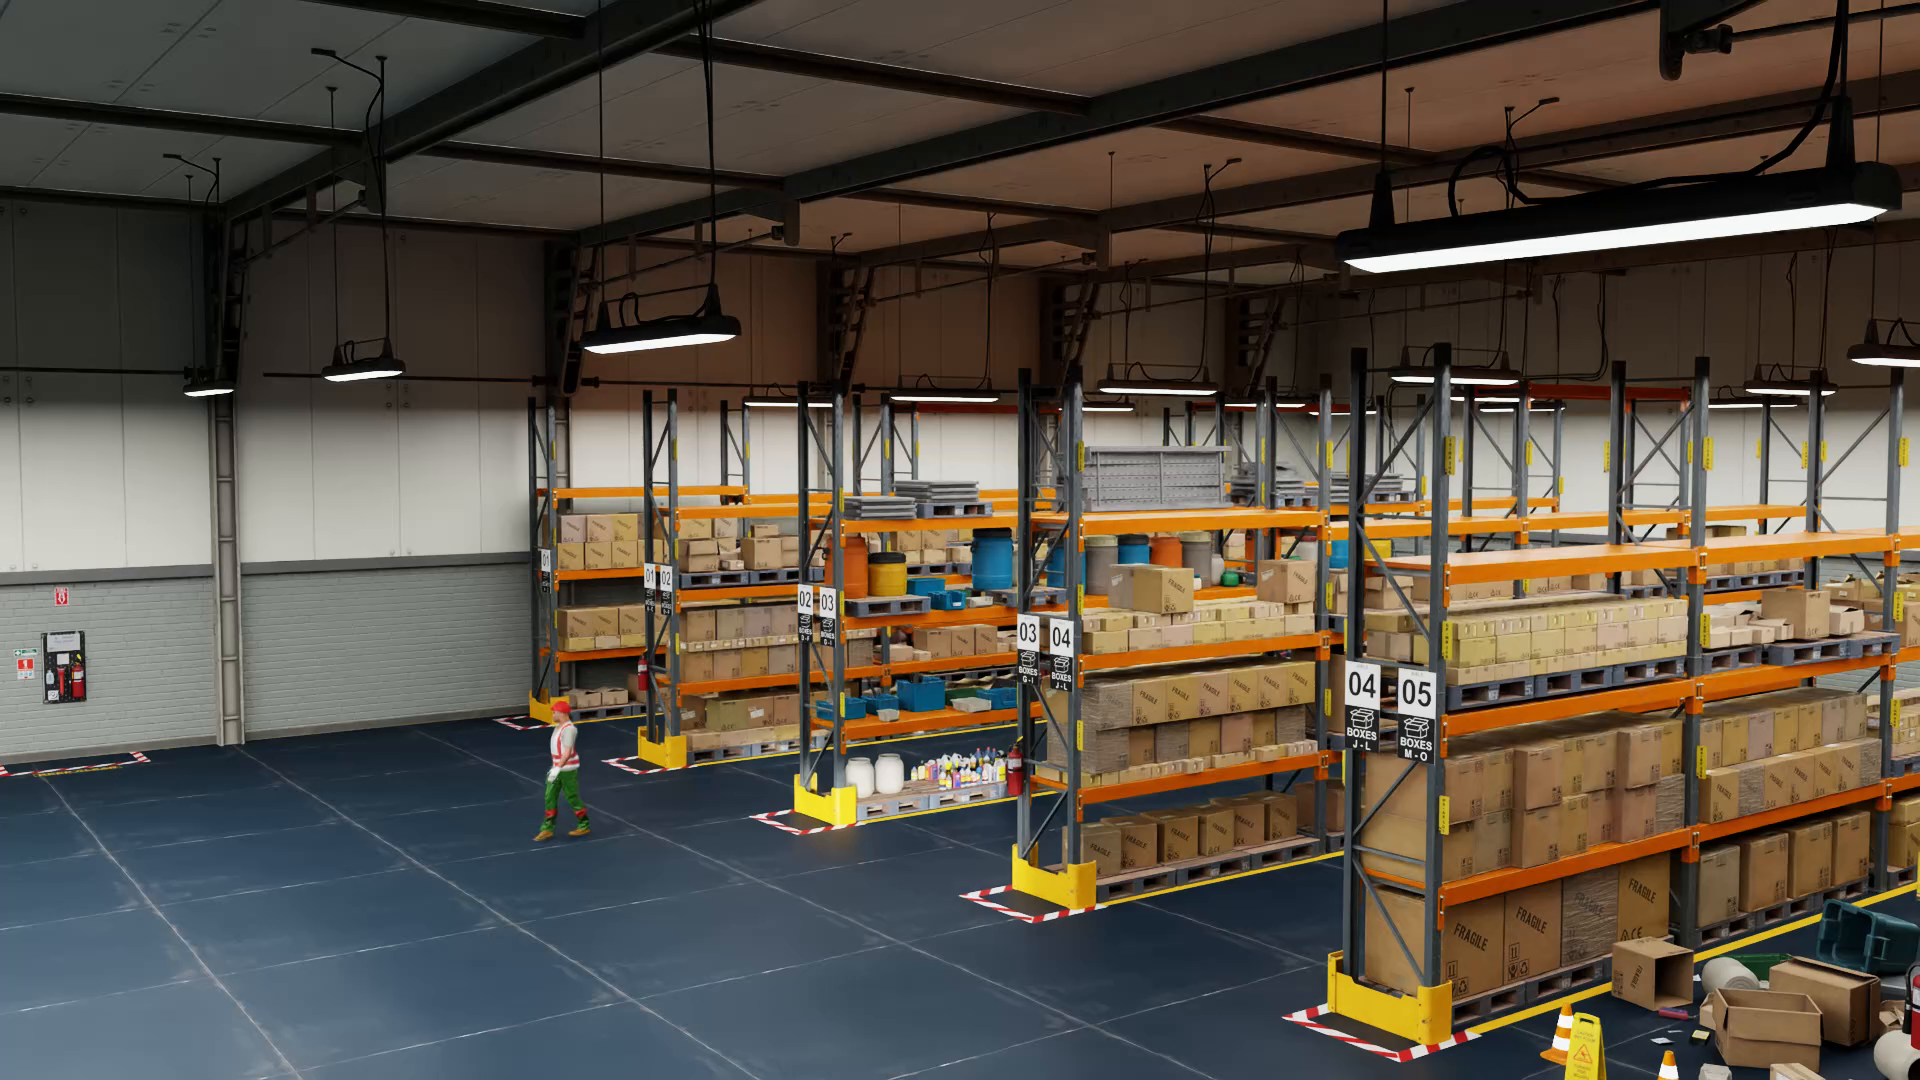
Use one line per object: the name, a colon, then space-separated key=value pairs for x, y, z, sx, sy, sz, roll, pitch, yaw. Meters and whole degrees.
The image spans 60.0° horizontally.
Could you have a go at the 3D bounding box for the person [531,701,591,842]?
person: x=-5.212 y=3.010 z=21.645 sx=0.756 sy=1.817 sz=0.569 roll=-2 pitch=4 yaw=-35

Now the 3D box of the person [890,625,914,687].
person: x=-1.210 y=2.392 z=31.848 sx=0.571 sy=1.771 sz=0.617 roll=-2 pitch=4 yaw=-25
